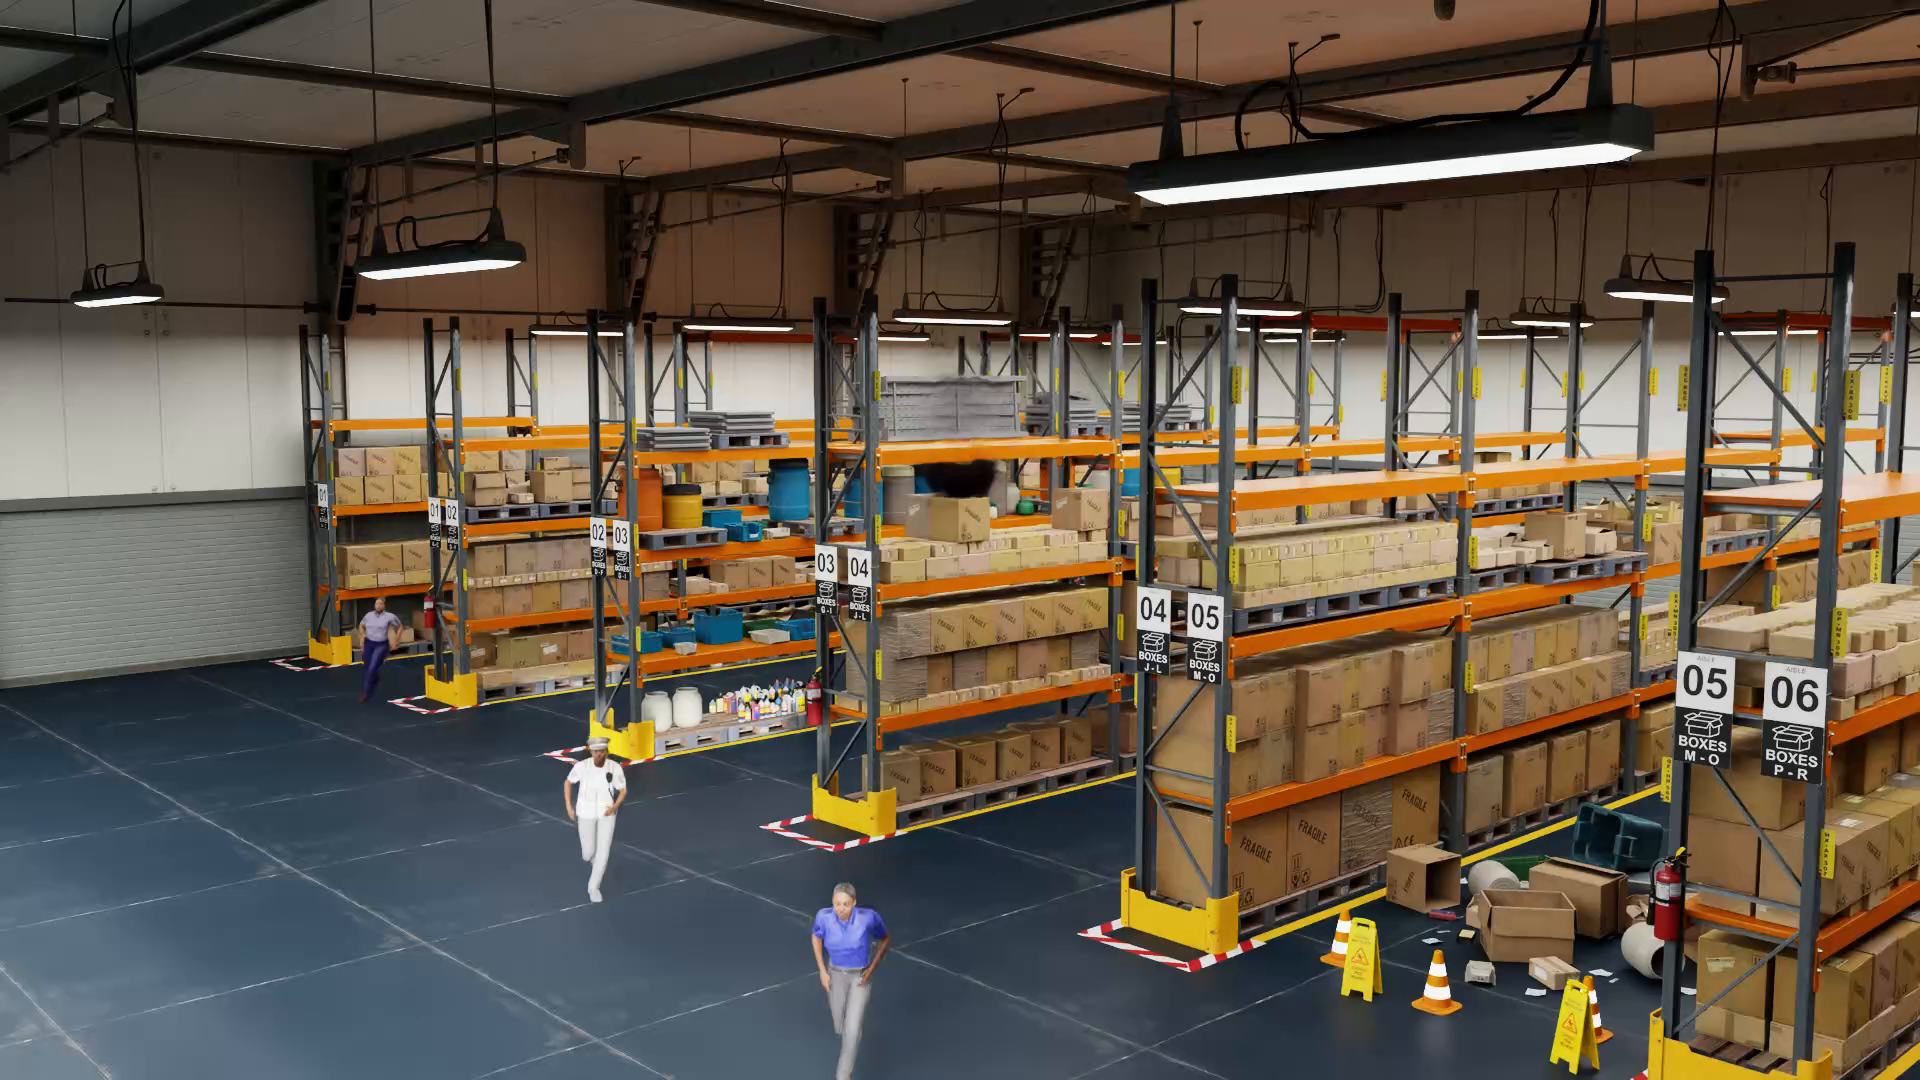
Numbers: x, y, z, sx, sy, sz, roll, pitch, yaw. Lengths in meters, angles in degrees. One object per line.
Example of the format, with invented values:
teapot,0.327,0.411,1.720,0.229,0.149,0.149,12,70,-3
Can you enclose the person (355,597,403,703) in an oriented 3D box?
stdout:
person,-9.203,1.705,26.270,0.686,1.618,0.923,1,6,7

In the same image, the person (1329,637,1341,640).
person,4.998,2.069,22.175,0.705,1.750,0.687,6,8,44

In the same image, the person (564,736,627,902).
person,-3.589,2.718,16.416,0.609,1.649,0.668,-1,6,-11

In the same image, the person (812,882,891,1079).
person,-0.782,3.186,12.103,0.575,1.609,0.849,0,6,2
